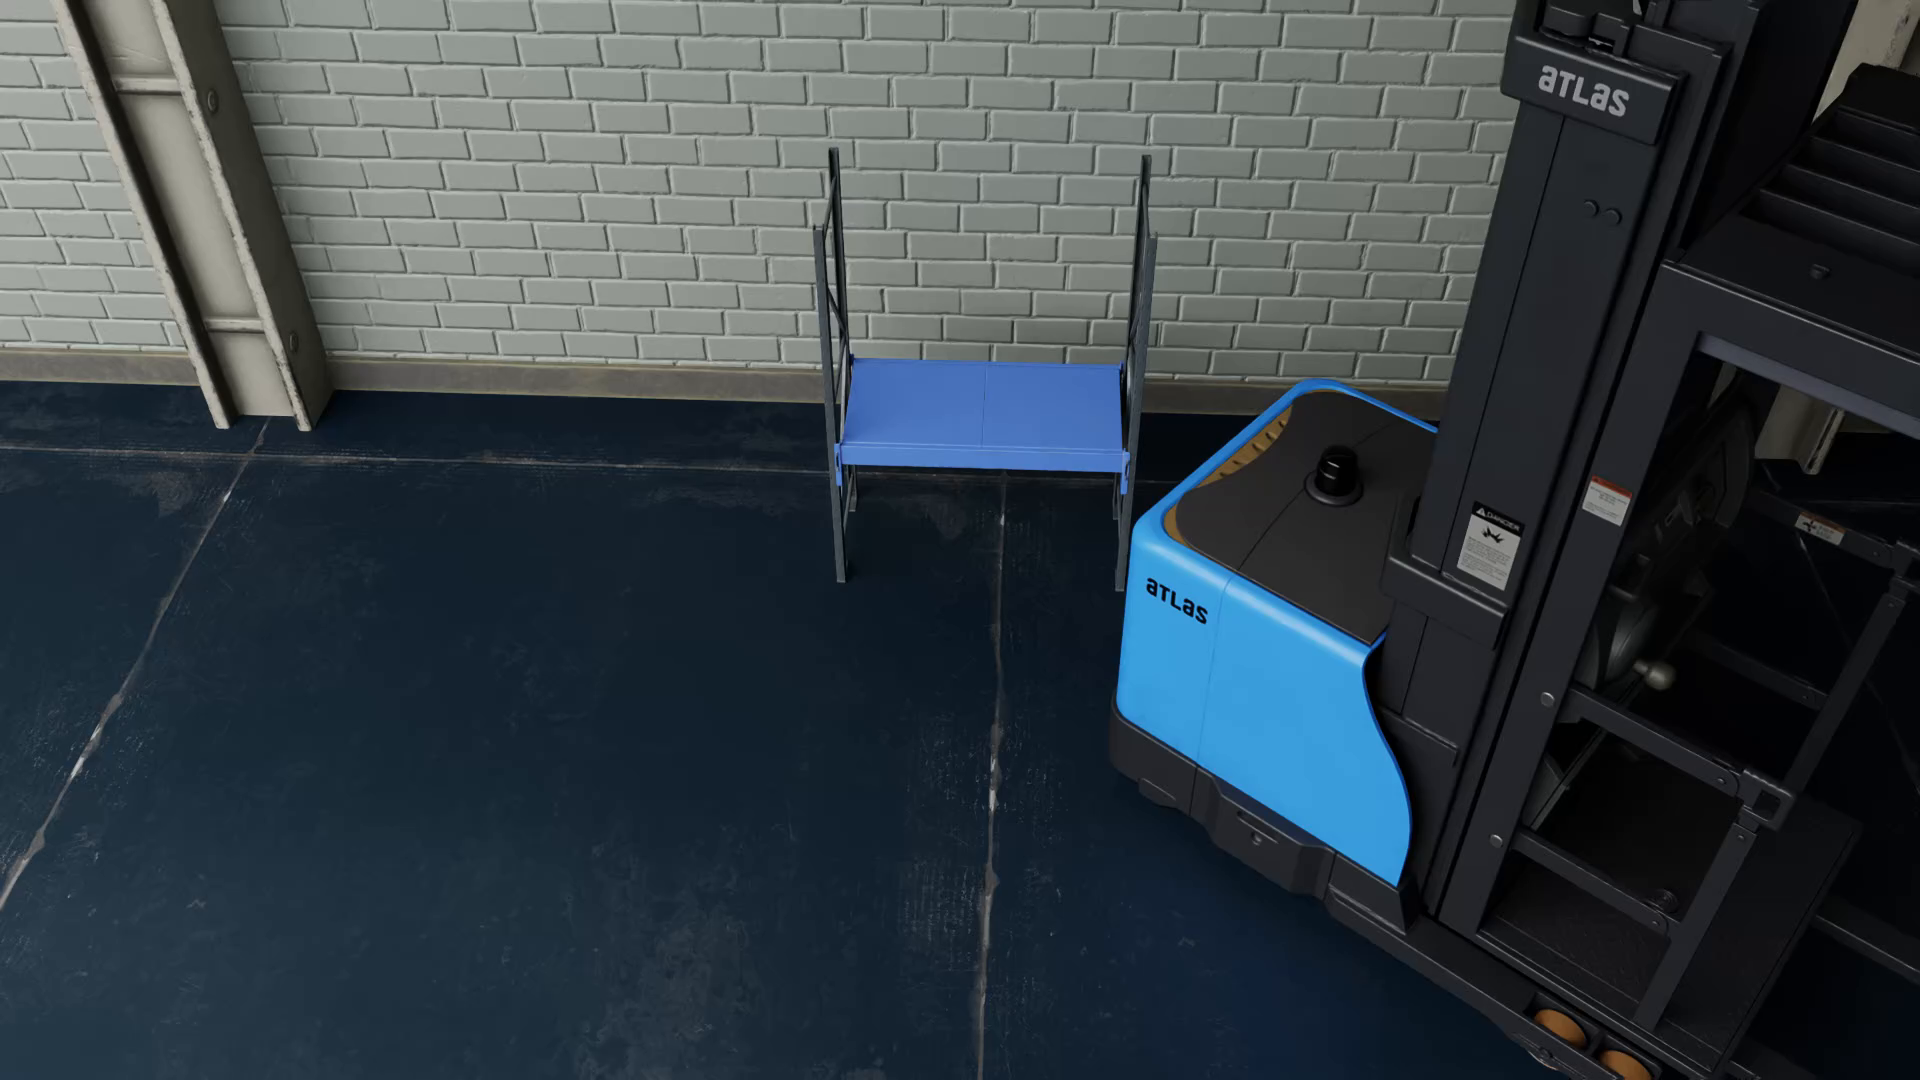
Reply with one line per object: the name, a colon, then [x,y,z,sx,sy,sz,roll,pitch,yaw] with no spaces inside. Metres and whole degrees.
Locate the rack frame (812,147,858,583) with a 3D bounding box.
rack frame: [-0.423,-0.562,5.753,0.032,1.500,0.500,2,43,2]

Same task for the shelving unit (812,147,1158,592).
shelving unit: [0.085,-0.546,5.736,1.048,1.500,0.538,2,43,2]

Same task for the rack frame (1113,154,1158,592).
rack frame: [0.593,-0.531,5.719,0.032,1.500,0.500,2,43,2]

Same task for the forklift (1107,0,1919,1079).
forklift: [1.920,0.083,4.010,3.031,2.935,1.130,31,51,29]

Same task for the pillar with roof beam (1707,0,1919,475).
pillar with roof beam: [2.990,-0.729,0.431,0.400,9.000,9.100,2,43,2]

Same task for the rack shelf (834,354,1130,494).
rack shelf: [0.085,-0.415,5.859,1.000,0.185,0.538,2,43,2]

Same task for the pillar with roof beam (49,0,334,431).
pillar with roof beam: [-3.004,-0.914,0.629,0.400,9.000,9.100,2,43,2]
